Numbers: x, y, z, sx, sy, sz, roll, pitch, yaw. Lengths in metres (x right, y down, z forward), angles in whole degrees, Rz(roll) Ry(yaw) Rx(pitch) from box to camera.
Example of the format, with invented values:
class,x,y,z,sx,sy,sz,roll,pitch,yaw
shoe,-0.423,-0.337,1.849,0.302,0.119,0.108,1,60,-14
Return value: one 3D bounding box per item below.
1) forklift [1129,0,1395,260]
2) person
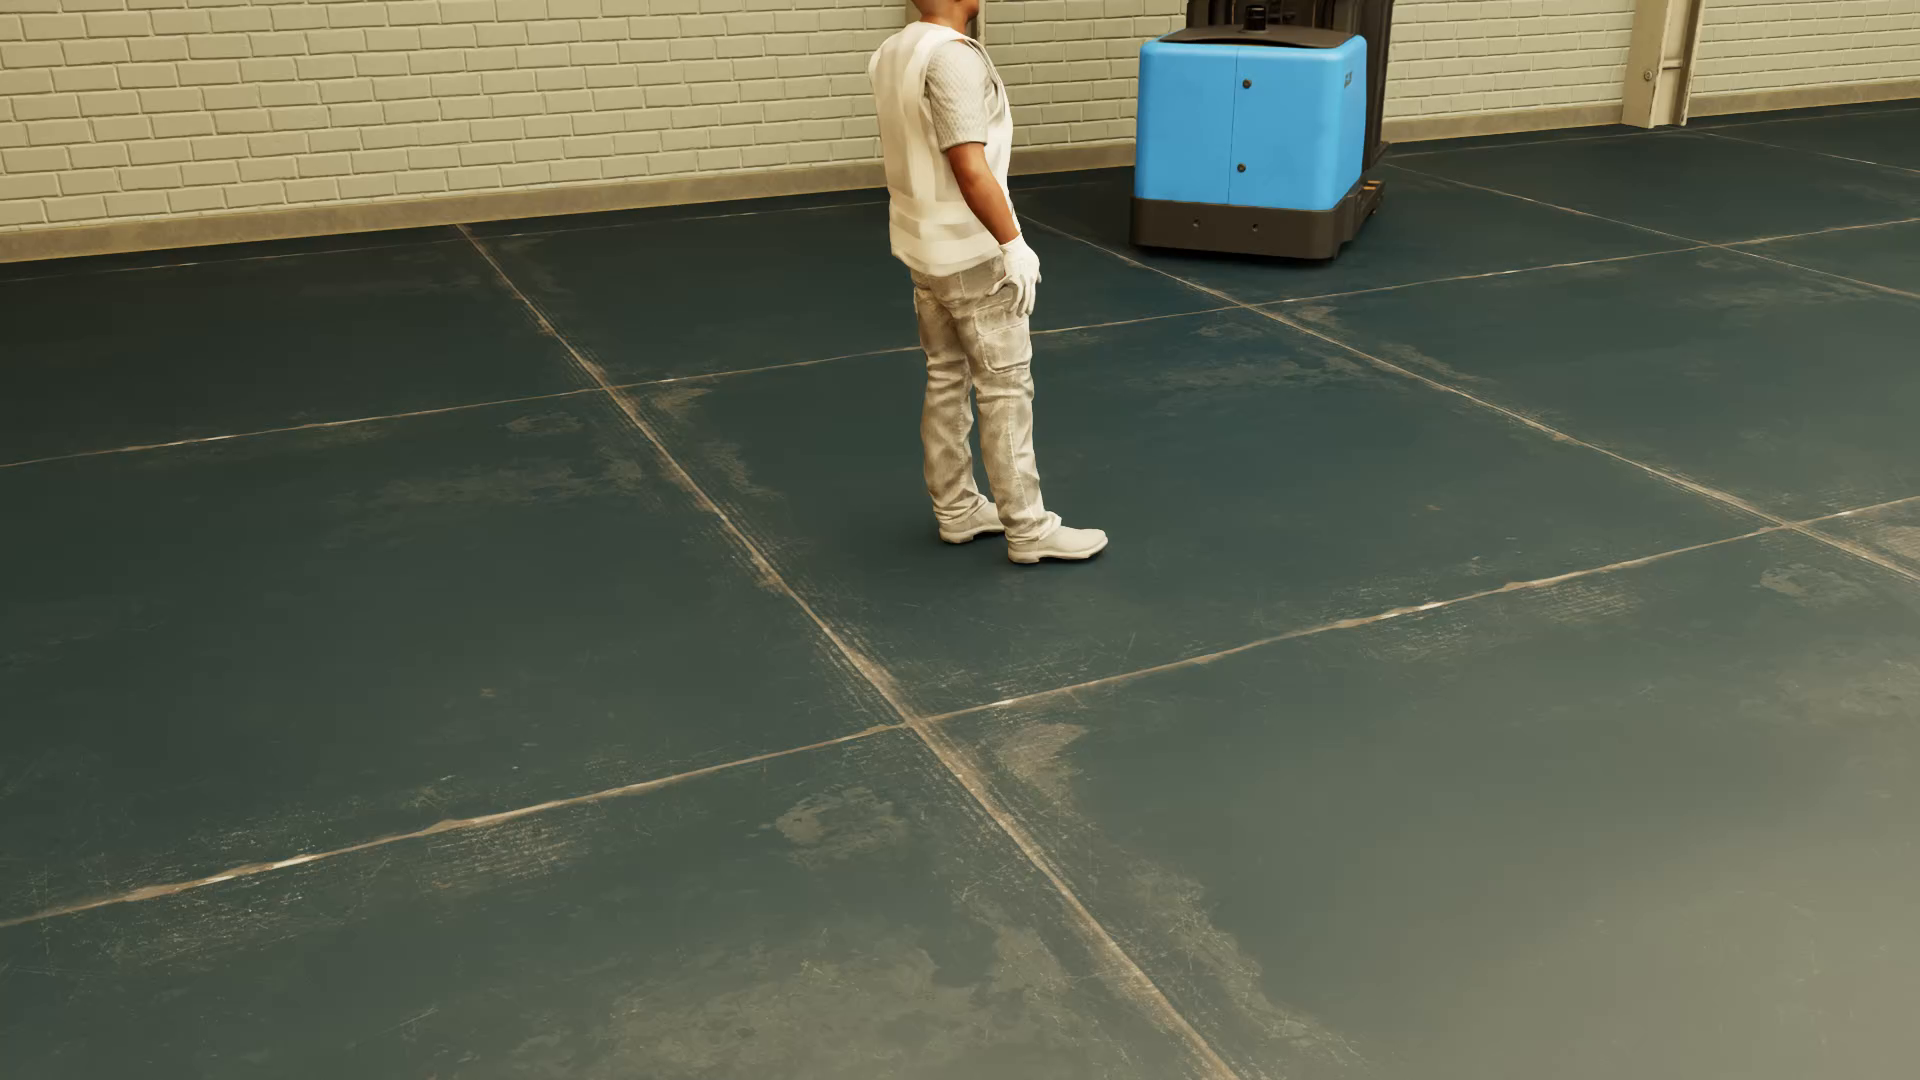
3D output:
class,x,y,z,sx,sy,sz,roll,pitch,yaw
forklift,1.873,-3.290,9.205,1.130,2.935,3.031,8,24,19
person,0.069,-0.839,4.782,0.577,1.782,0.656,-10,25,-23
